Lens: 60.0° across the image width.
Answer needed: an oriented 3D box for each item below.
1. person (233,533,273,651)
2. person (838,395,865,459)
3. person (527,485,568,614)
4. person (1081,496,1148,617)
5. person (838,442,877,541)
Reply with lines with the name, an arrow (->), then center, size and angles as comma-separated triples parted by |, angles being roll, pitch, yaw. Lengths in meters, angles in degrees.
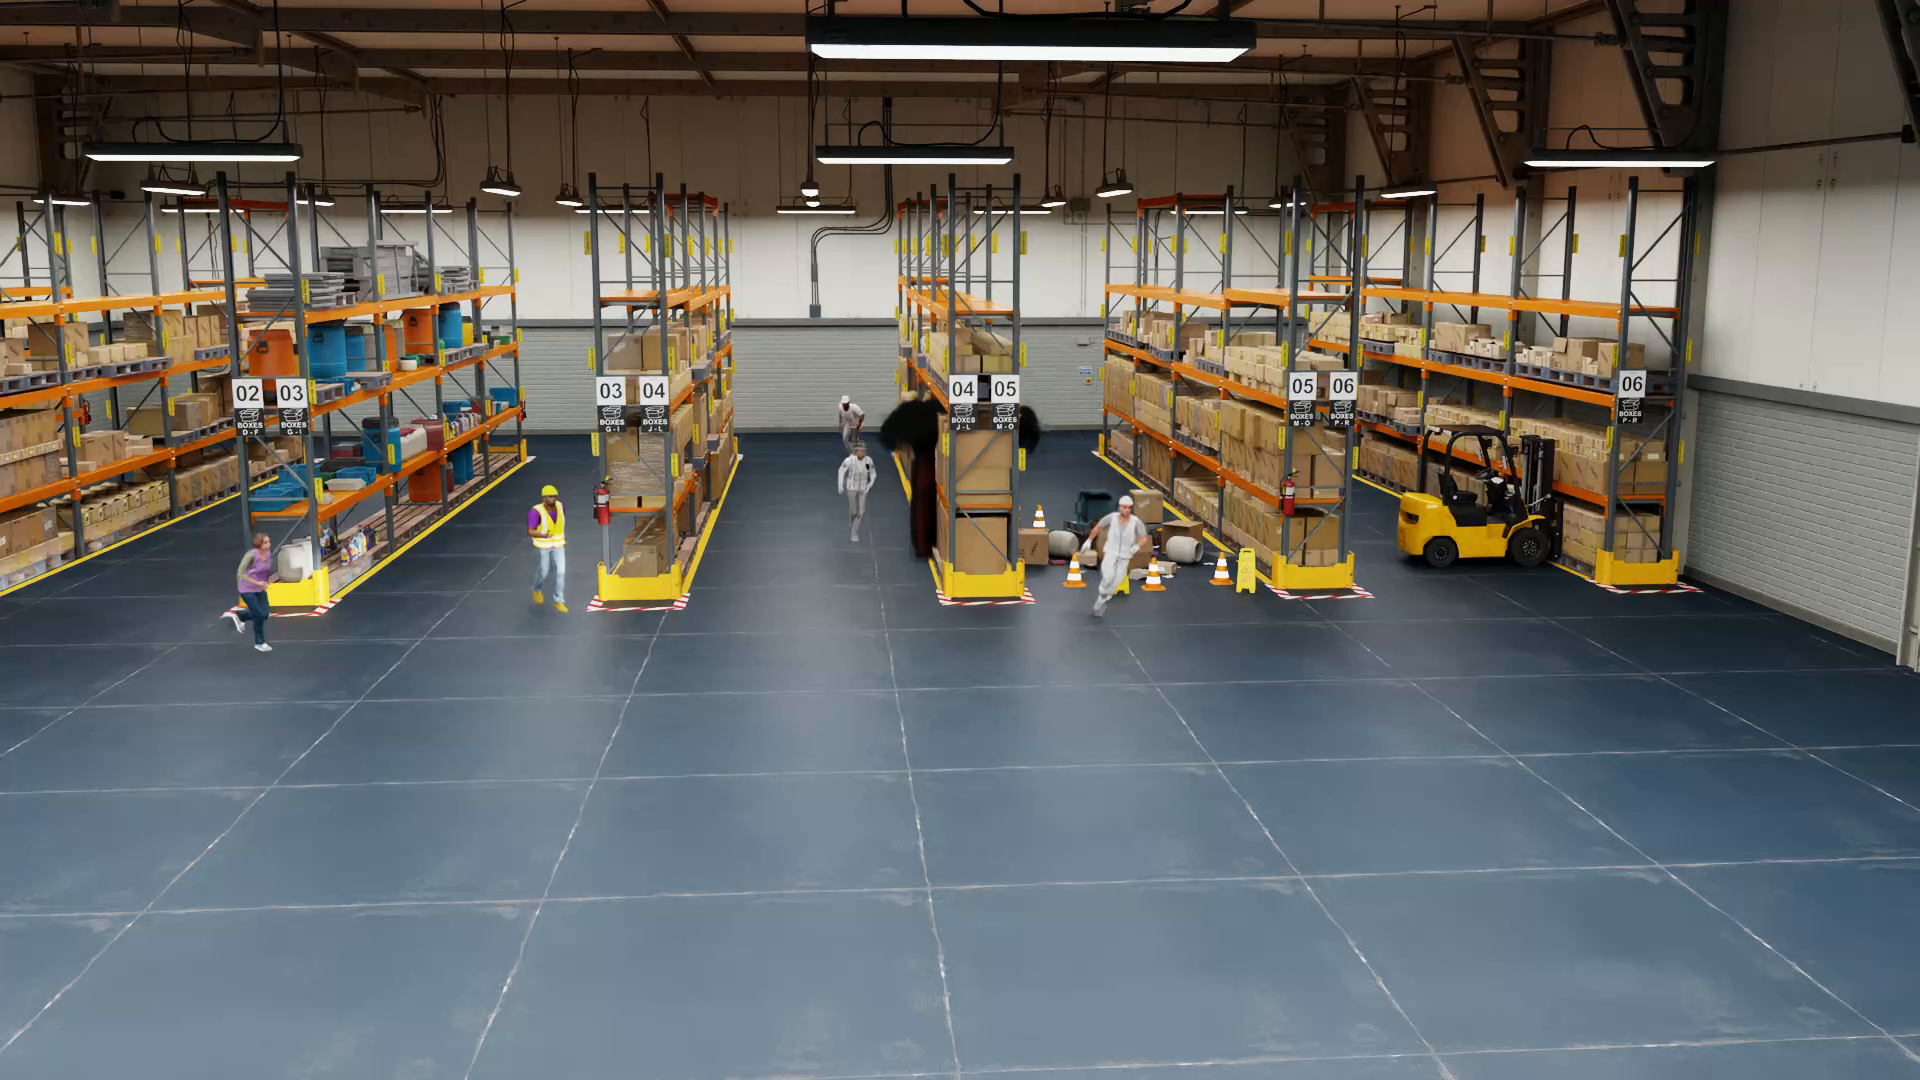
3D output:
person -> -8.845, 0.648, 20.767 | 0.711, 1.535, 0.529 | 5, 11, 27
person -> -2.548, -2.687, 39.503 | 0.695, 1.556, 1.066 | 5, 11, 26
person -> -5.714, 0.109, 23.062 | 0.660, 1.777, 1.014 | -7, 12, -36
person -> 2.131, 0.227, 22.621 | 0.830, 1.686, 0.735 | -2, 10, -9
person -> -1.666, -0.804, 26.990 | 0.611, 1.626, 0.637 | -3, 11, -19
